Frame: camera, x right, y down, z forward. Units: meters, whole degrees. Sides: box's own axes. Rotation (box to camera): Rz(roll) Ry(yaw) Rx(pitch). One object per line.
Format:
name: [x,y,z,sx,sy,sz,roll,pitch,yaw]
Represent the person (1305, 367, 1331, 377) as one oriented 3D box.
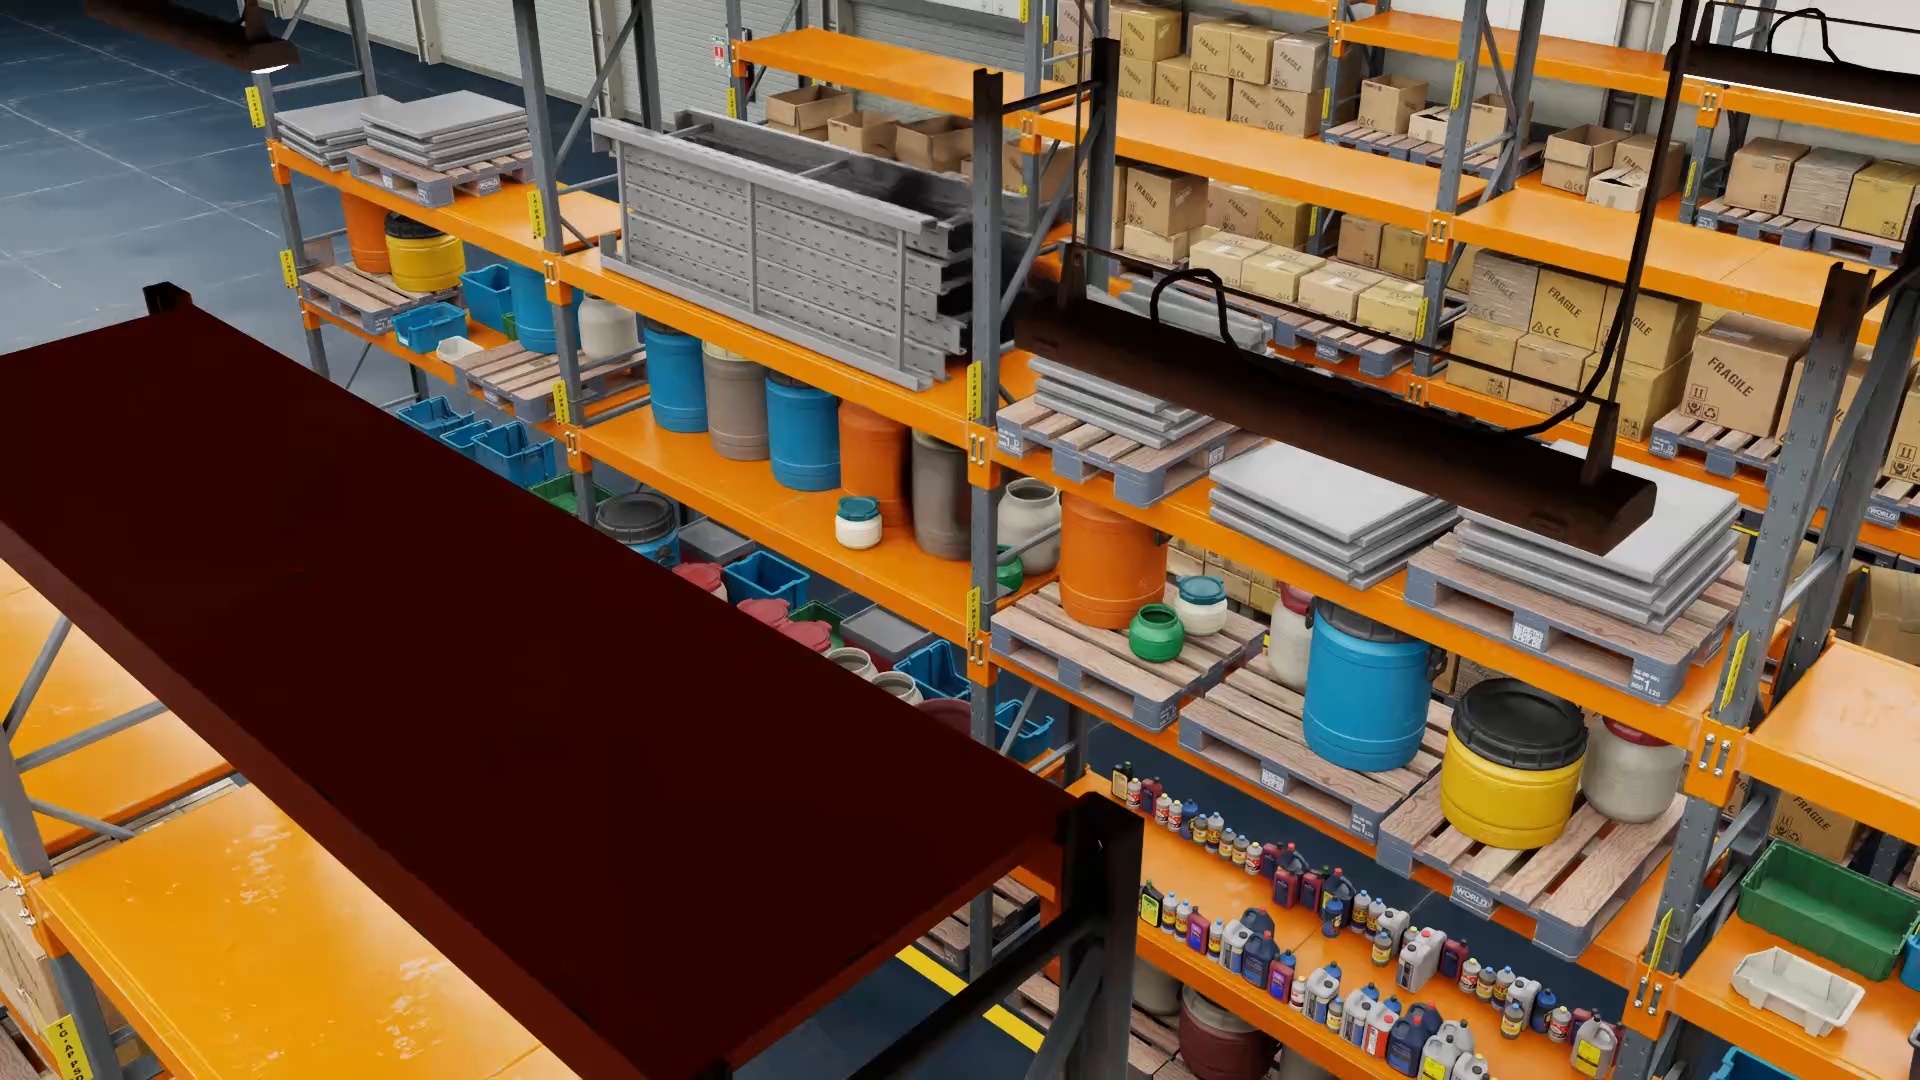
person: [3.447,-0.932,16.256,0.640,1.626,0.571,-25,38,-37]
